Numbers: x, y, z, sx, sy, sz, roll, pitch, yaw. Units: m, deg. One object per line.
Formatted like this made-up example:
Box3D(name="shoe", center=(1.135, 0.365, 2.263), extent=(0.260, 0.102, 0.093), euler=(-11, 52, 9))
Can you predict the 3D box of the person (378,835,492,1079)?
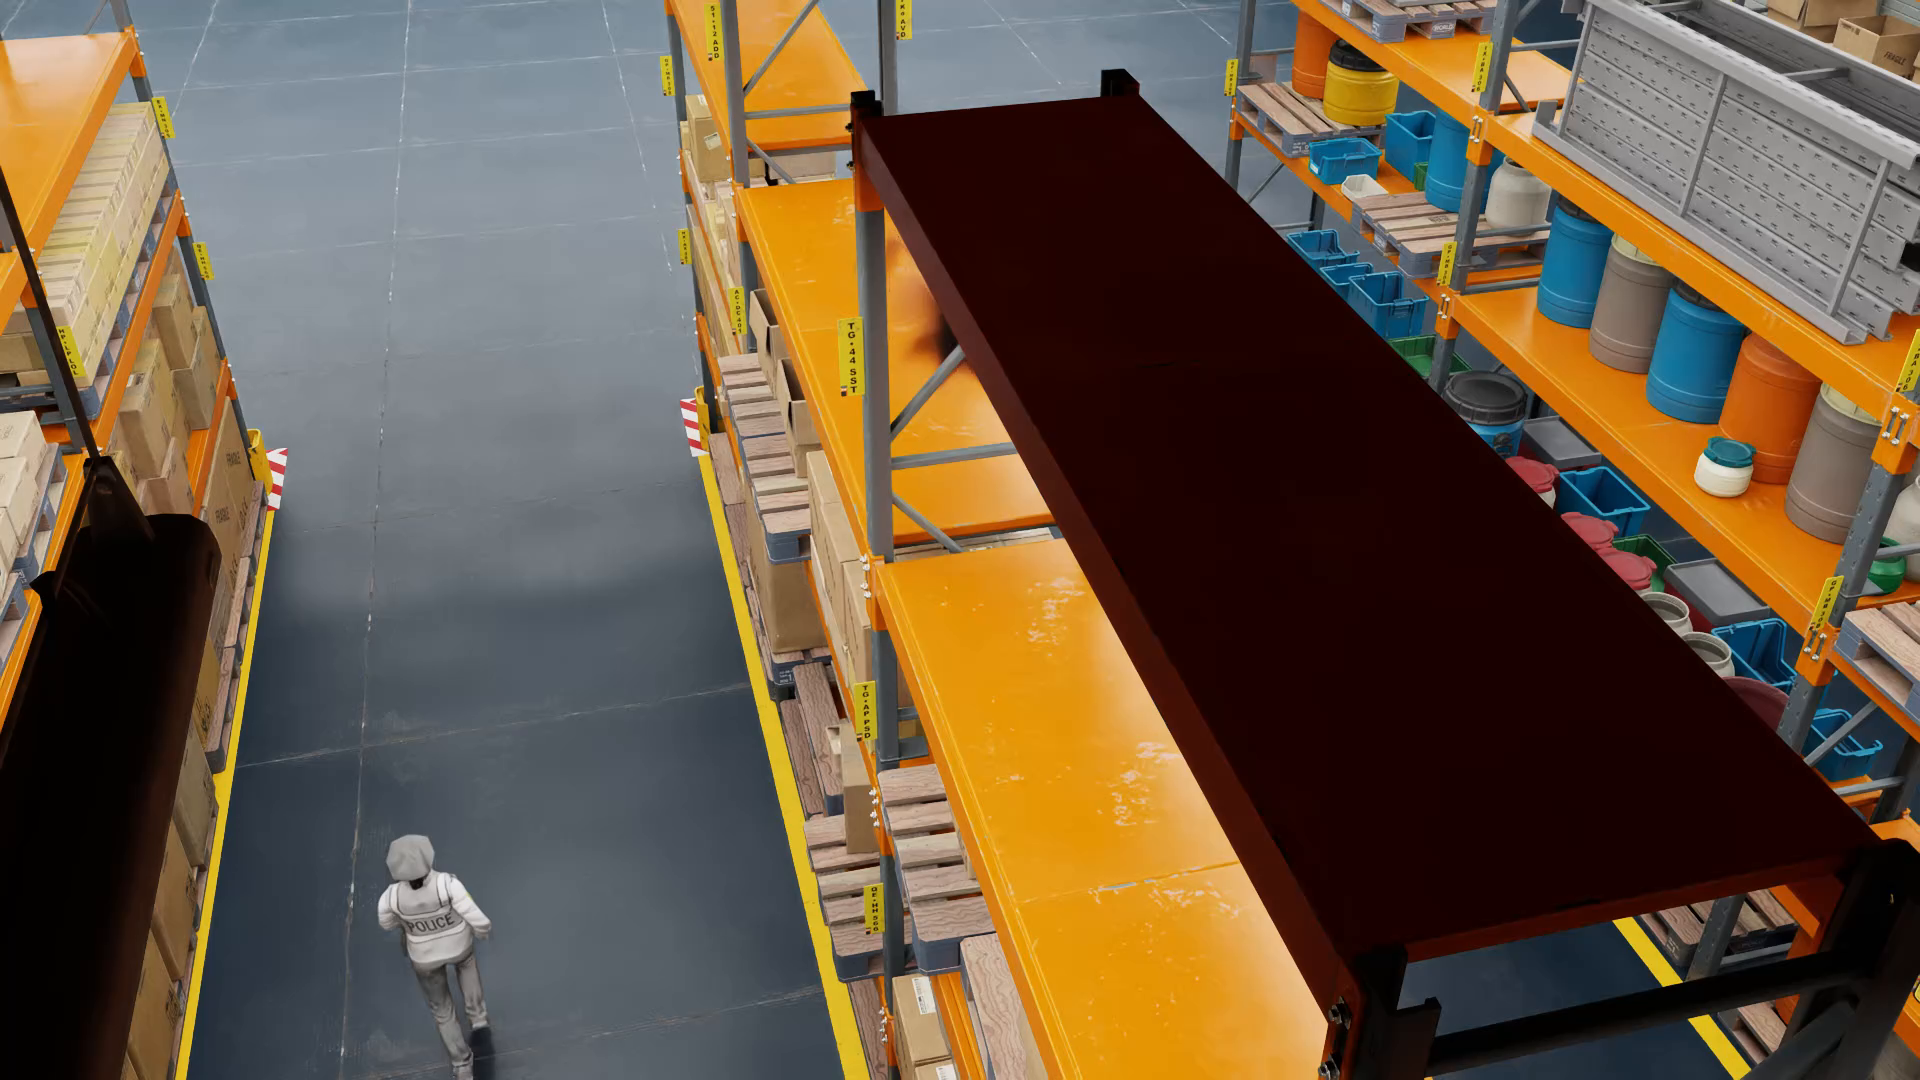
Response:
Box3D(name="person", center=(-2.898, 2.273, 9.286), extent=(0.559, 1.719, 0.693), euler=(-14, 37, -20))
